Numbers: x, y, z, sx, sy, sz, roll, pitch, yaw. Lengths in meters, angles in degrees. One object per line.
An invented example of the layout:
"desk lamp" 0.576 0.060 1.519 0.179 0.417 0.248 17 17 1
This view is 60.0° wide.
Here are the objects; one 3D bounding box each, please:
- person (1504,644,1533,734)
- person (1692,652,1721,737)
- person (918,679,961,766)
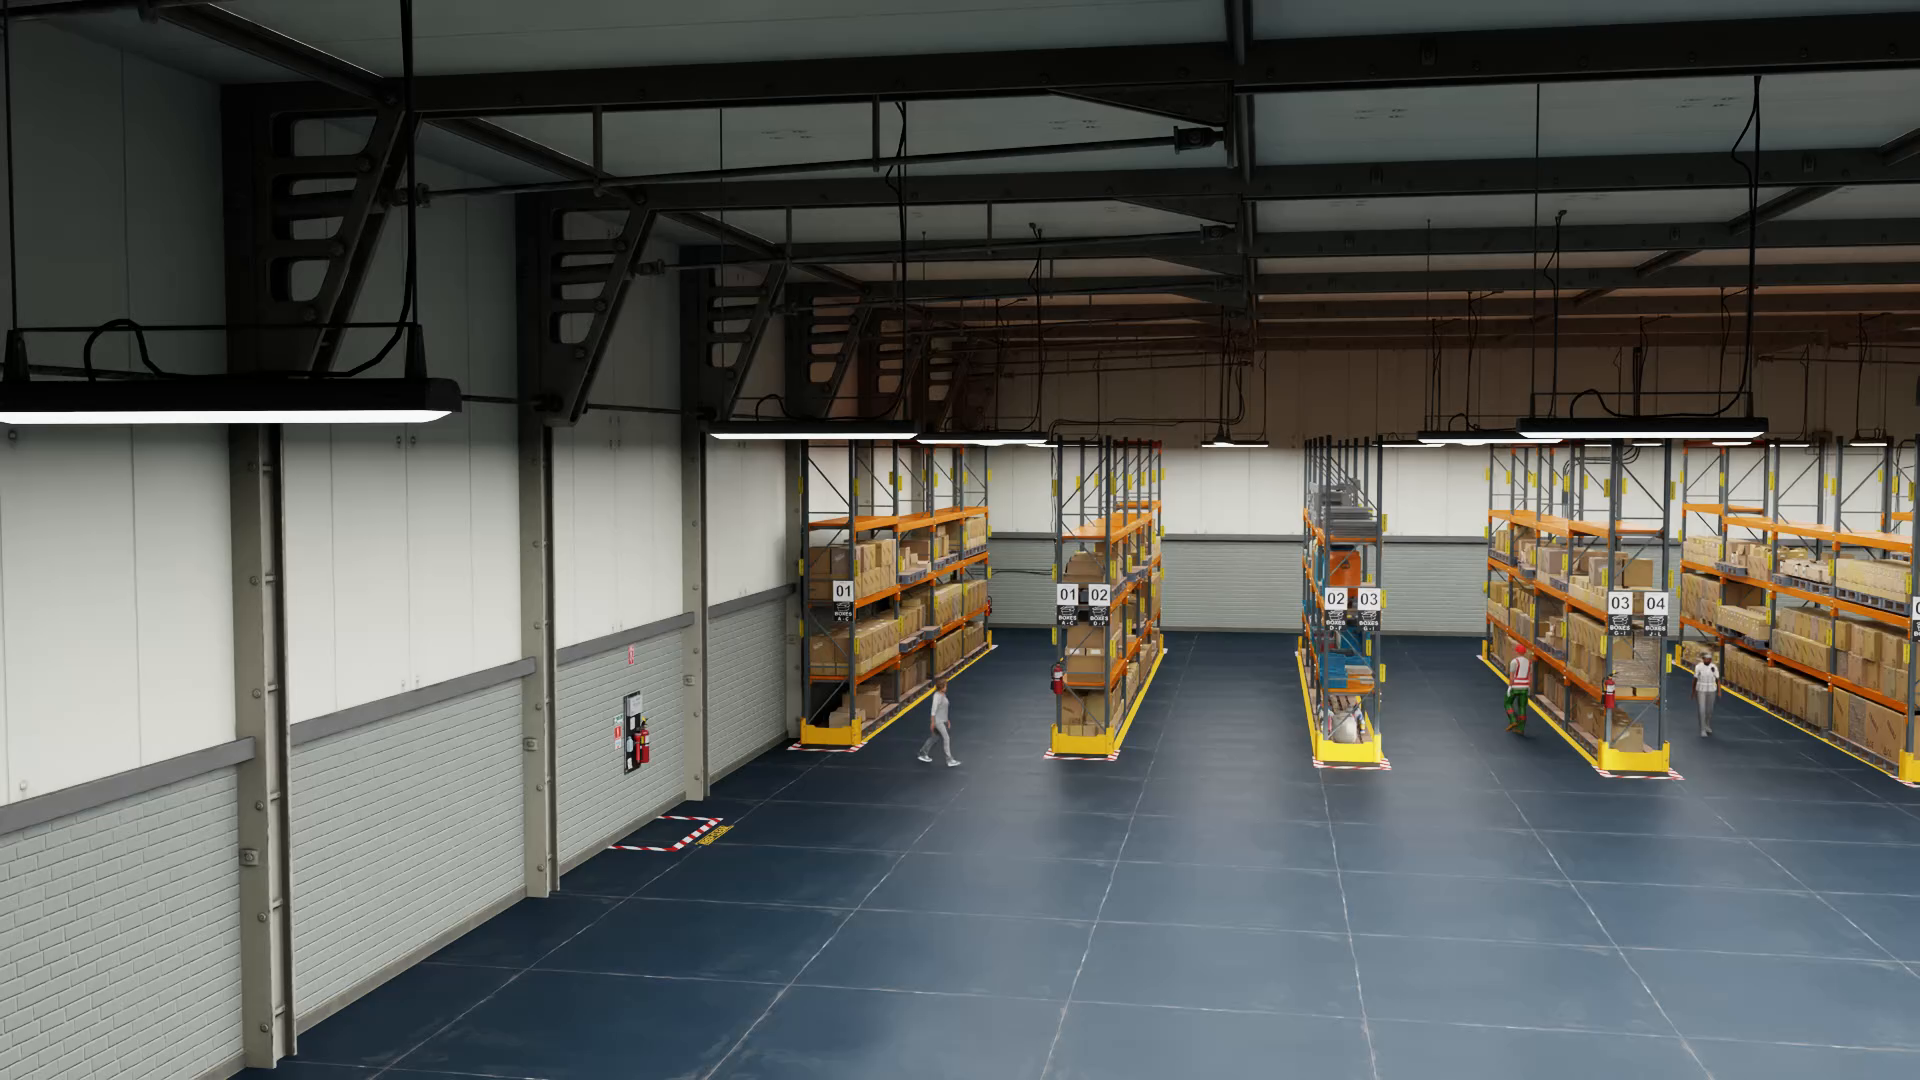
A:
"person" 11.284 2.995 33.566 0.557 1.779 0.450 0 3 0
"person" 15.044 3.085 33.493 0.507 1.691 0.648 1 3 10
"person" -0.367 3.309 30.248 0.853 1.555 0.464 1 3 11
